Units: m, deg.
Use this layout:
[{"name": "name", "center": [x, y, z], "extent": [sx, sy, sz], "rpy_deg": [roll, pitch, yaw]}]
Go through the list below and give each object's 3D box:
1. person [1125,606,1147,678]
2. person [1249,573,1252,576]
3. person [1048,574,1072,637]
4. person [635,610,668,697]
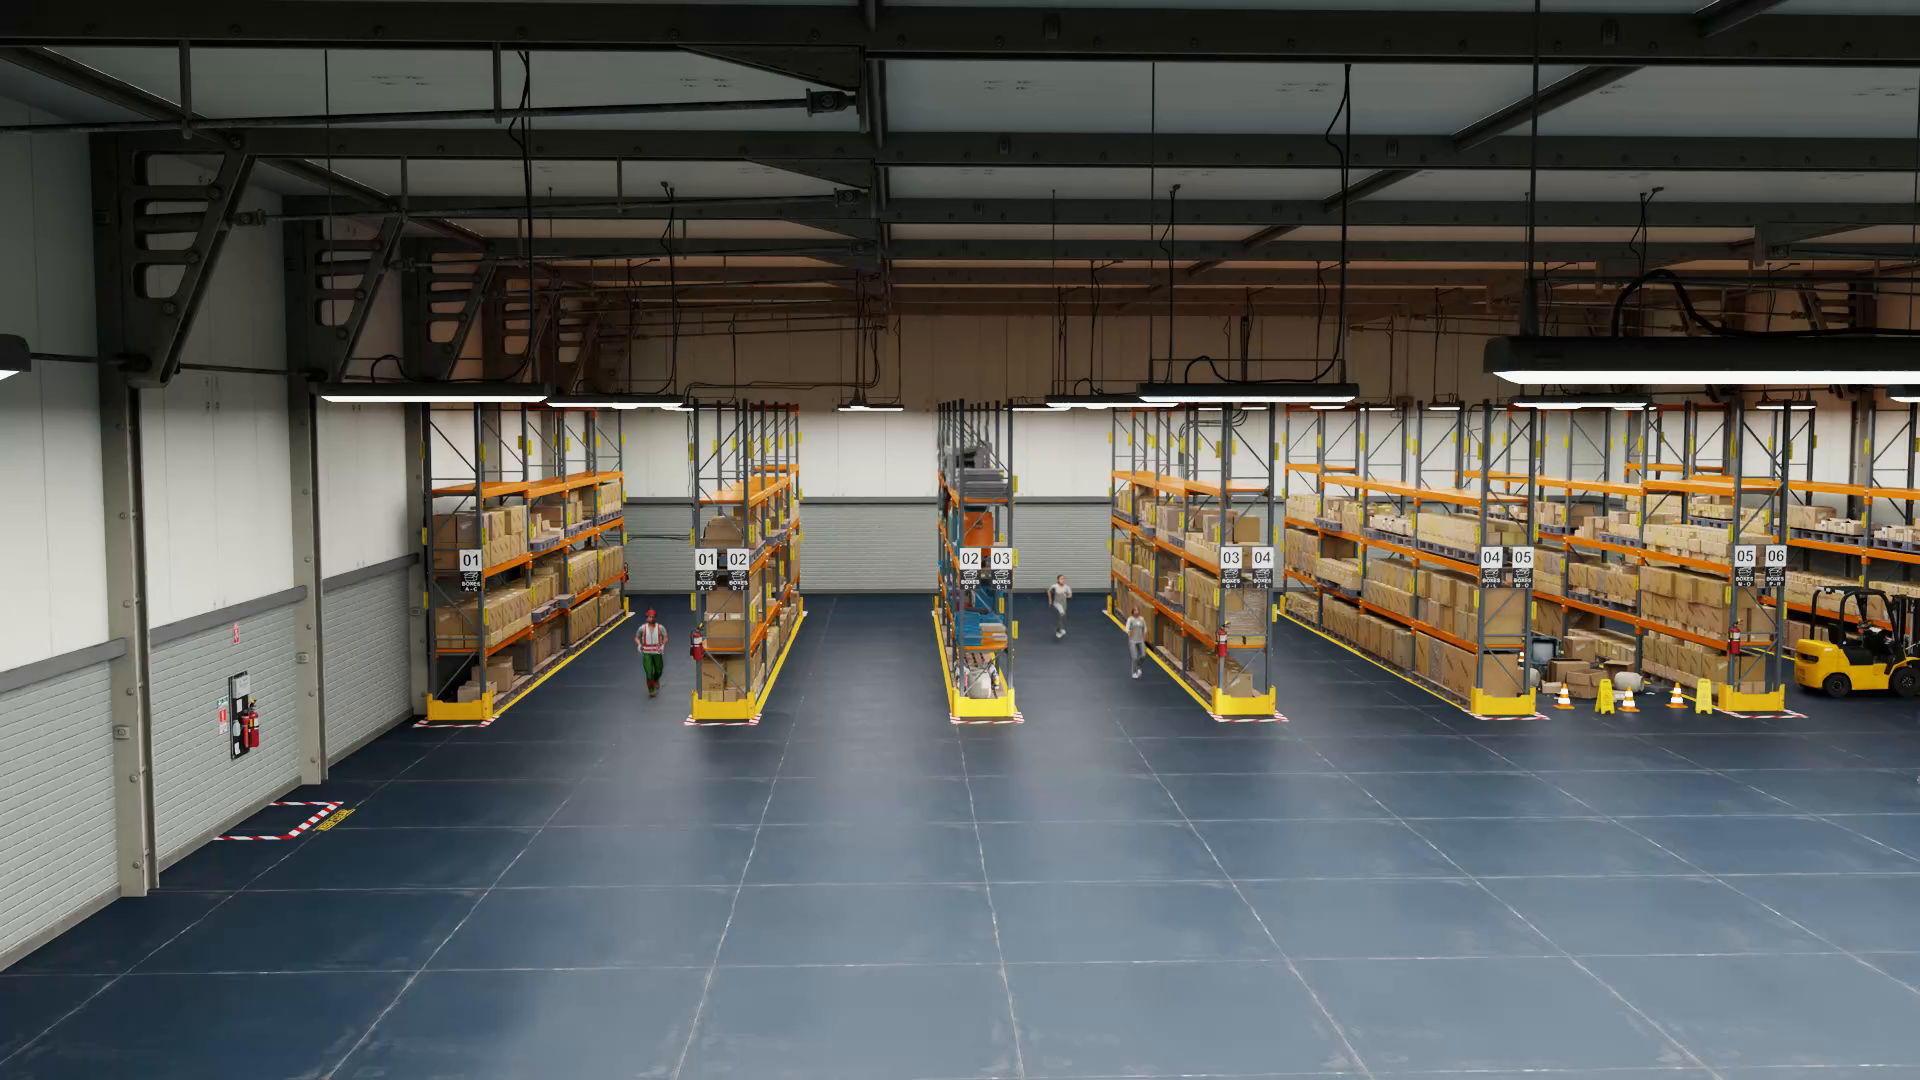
[{"name": "person", "center": [3.773, 2.179, 35.316], "extent": [0.522, 1.553, 0.554], "rpy_deg": [-1, 4, -9]}, {"name": "person", "center": [7.931, 1.217, 47.743], "extent": [0.938, 1.705, 0.696], "rpy_deg": [-4, 6, -40]}, {"name": "person", "center": [2.519, 1.669, 41.757], "extent": [0.554, 1.634, 0.953], "rpy_deg": [-1, 4, -13]}, {"name": "person", "center": [-6.262, 2.292, 33.755], "extent": [0.657, 1.738, 0.673], "rpy_deg": [-1, 4, -14]}]
